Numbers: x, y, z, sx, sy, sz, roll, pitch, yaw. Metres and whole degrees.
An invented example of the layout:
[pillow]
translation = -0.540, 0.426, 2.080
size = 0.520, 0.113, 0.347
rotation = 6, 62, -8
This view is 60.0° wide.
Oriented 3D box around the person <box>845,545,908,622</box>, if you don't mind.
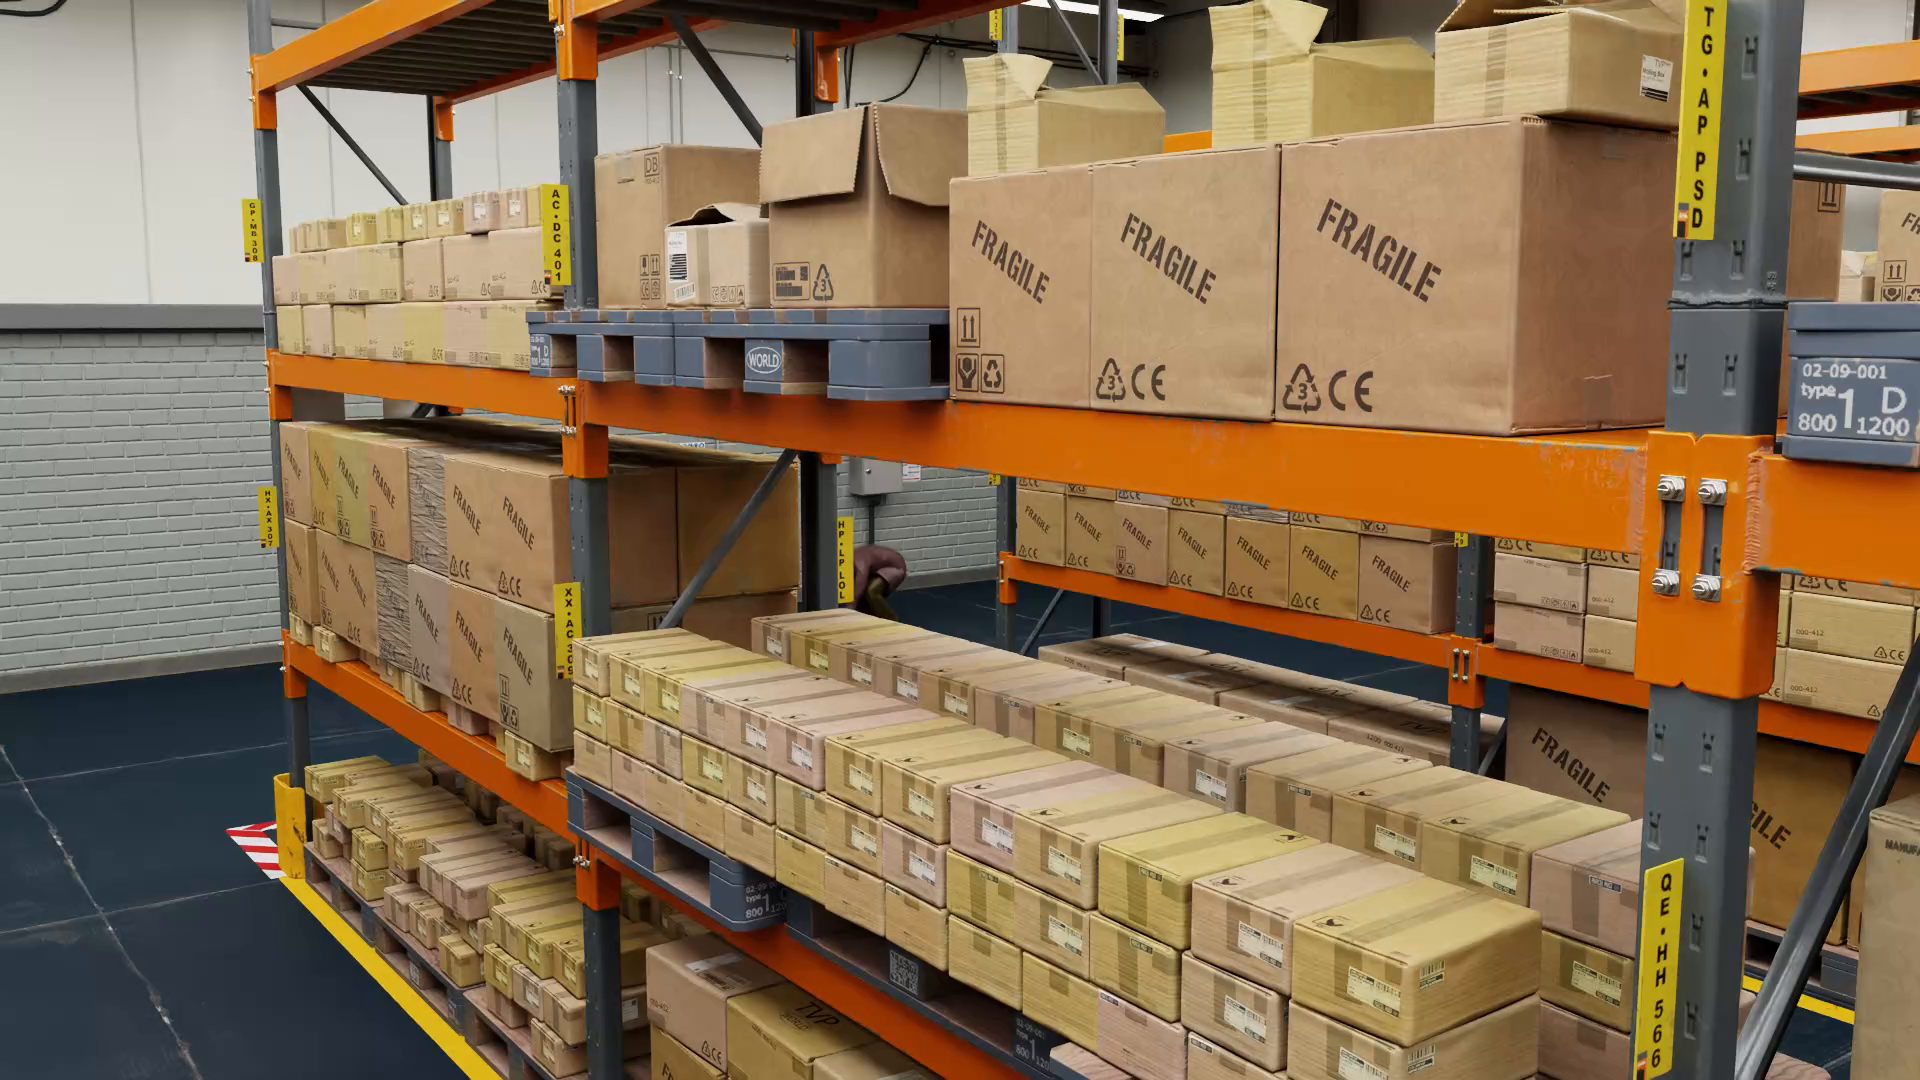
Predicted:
[person]
translation = -0.932, 0.485, 15.897
size = 0.952, 0.843, 0.584
rotation = -6, 10, -37
